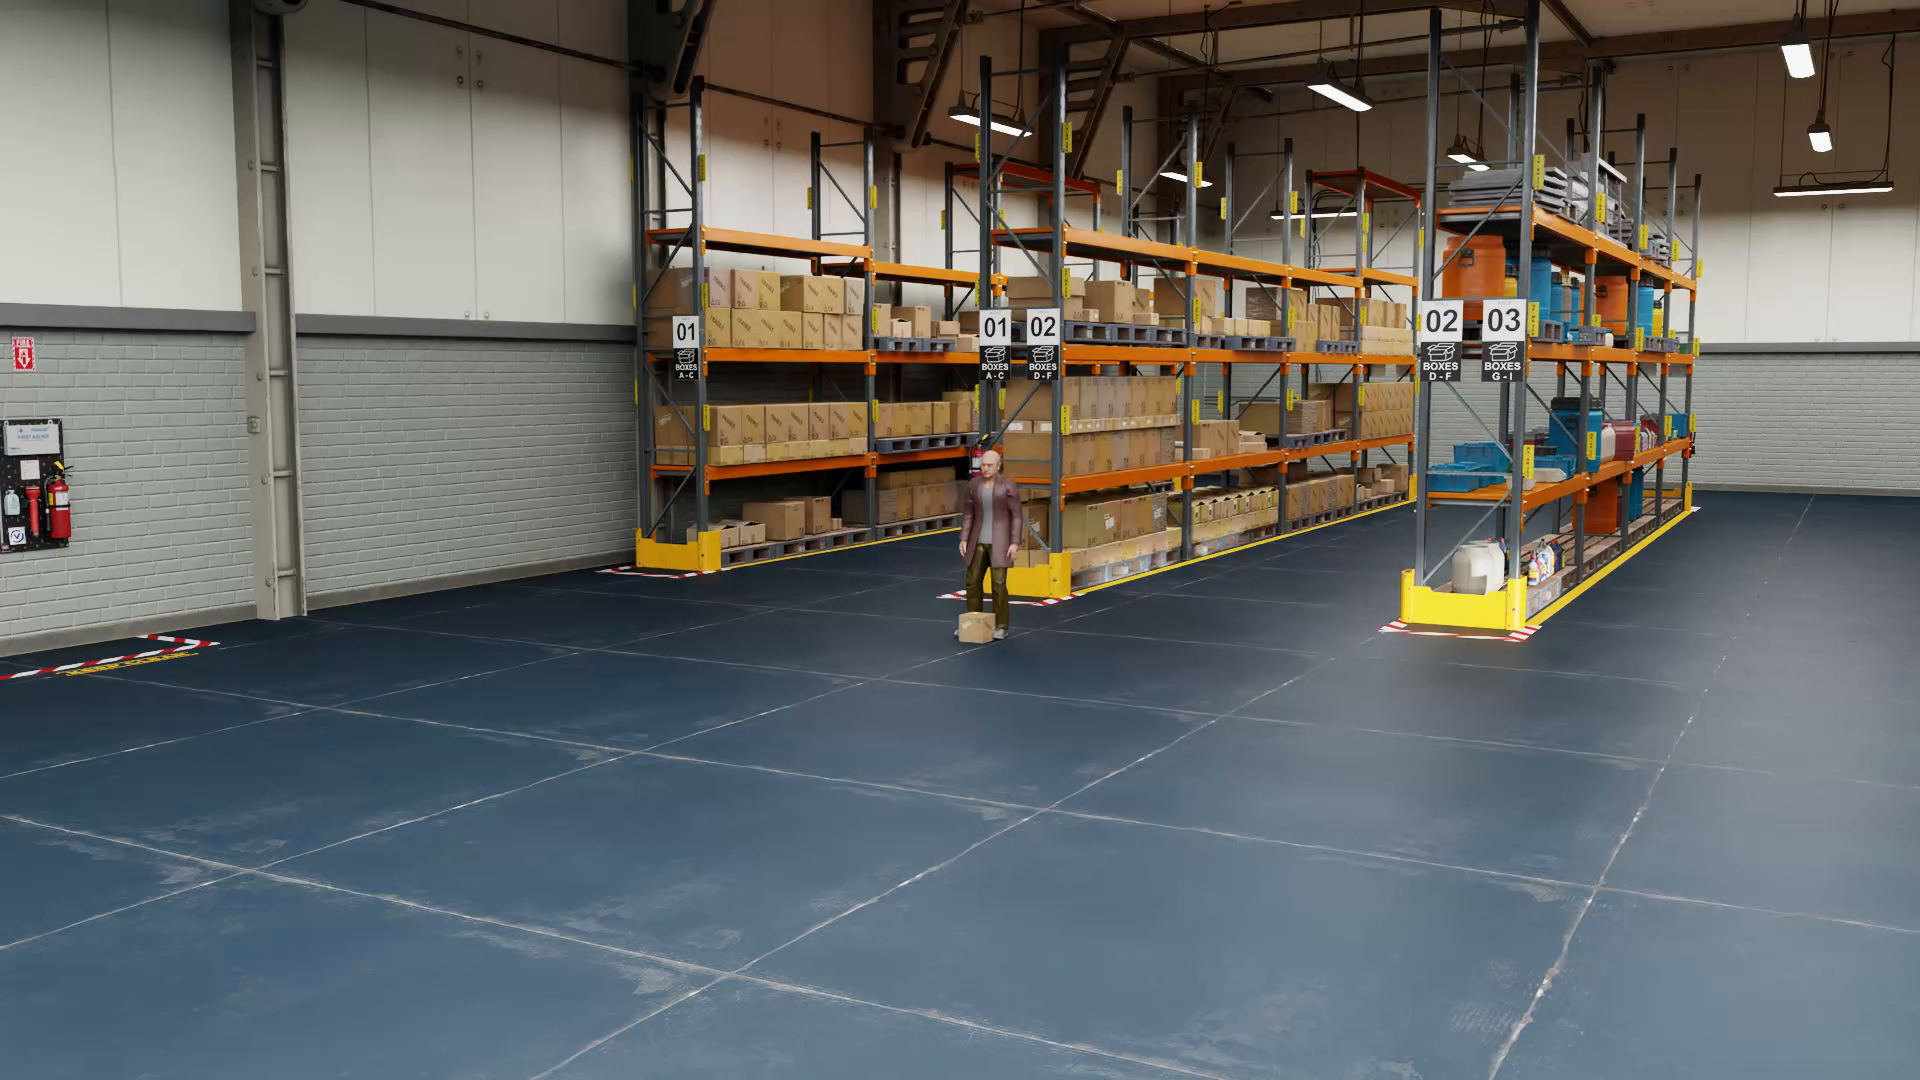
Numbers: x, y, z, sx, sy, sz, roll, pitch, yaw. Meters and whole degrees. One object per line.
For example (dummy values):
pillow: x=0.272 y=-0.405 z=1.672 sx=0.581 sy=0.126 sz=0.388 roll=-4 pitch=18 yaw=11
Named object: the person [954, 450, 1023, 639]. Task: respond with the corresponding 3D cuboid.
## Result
person: x=0.282 y=0.039 z=15.690 sx=0.645 sy=1.772 sz=0.429 roll=3 pitch=6 yaw=25
